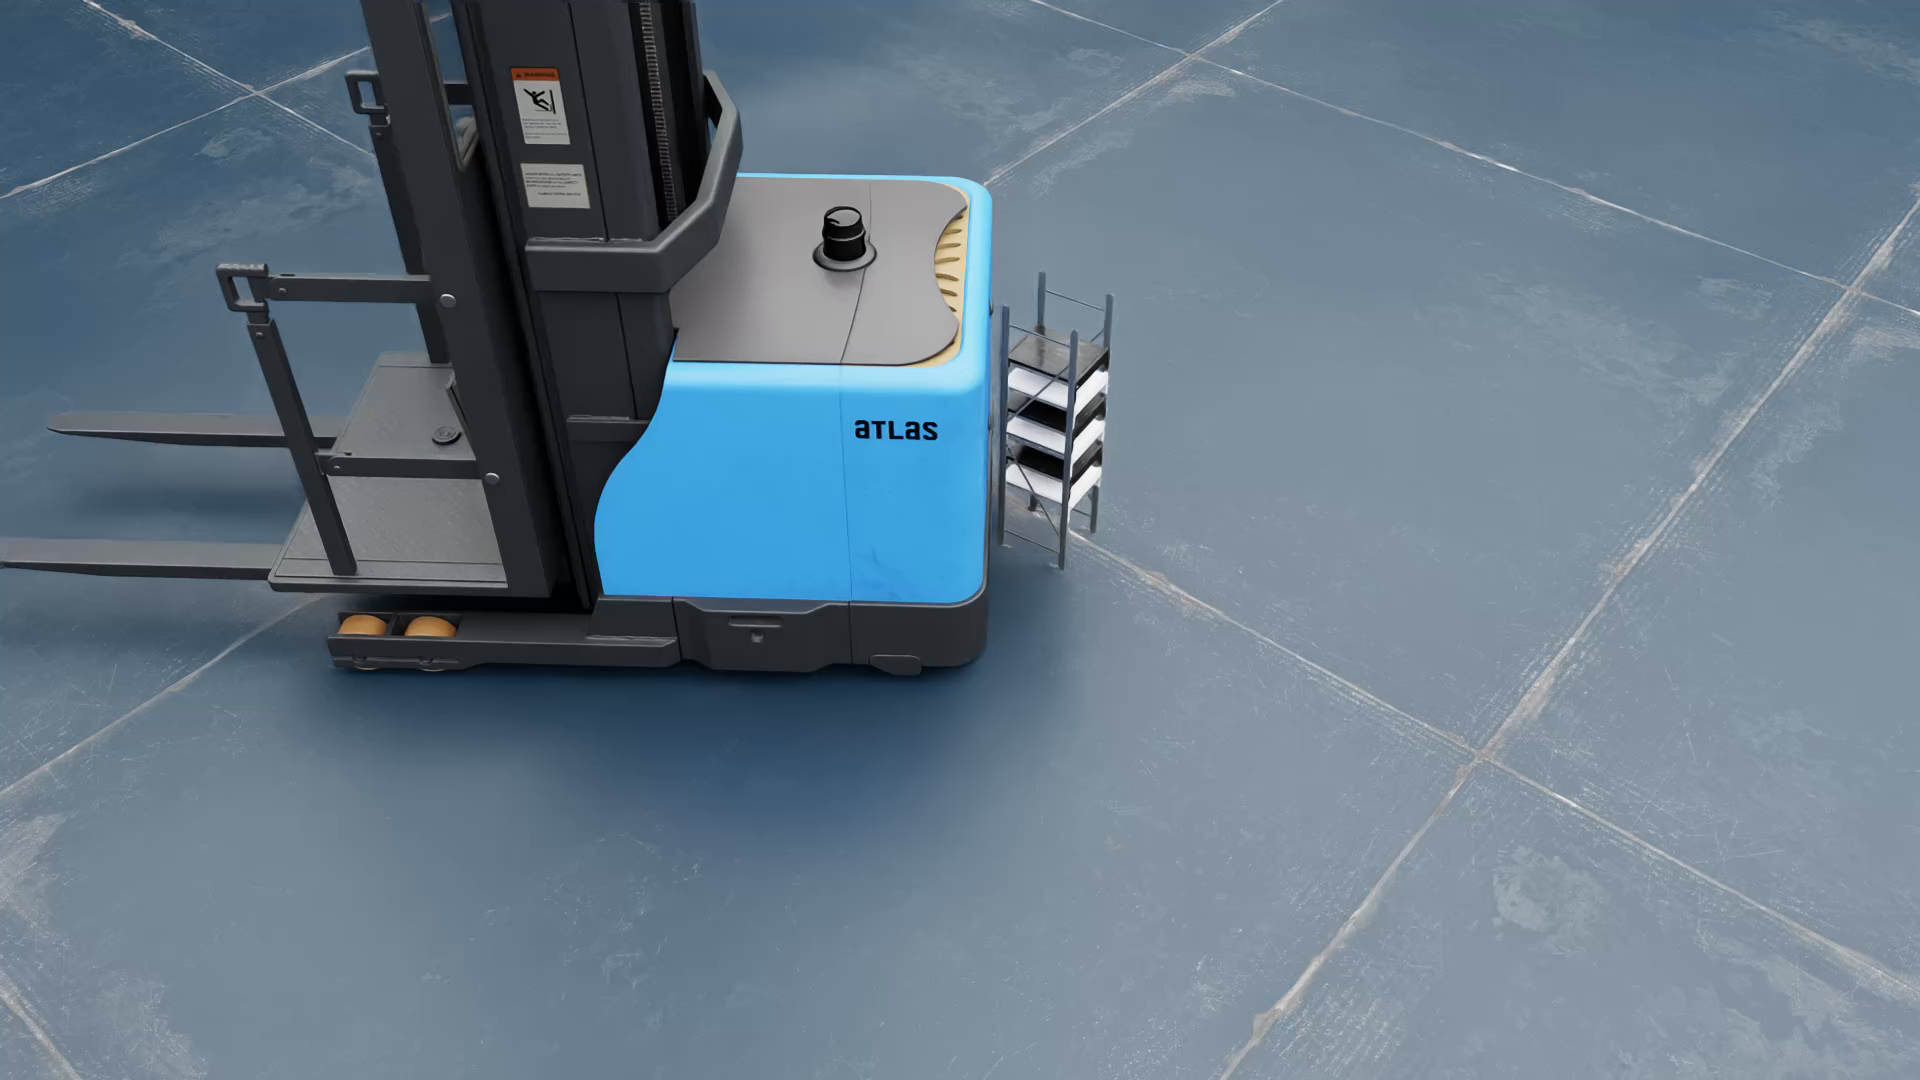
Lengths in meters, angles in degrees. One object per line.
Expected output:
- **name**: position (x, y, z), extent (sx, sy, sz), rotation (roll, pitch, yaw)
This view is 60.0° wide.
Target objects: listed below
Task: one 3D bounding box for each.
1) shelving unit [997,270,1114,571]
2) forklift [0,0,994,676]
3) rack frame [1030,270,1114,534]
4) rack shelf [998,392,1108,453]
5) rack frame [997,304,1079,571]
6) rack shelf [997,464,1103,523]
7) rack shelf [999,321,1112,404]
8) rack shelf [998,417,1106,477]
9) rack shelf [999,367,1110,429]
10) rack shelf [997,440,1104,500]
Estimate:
- **shelving unit**: position (0.275, -0.339, 4.954), extent (0.258, 0.900, 0.210), rotation (23, 47, 23)
- **forklift**: position (-1.423, -1.057, 4.233), extent (3.031, 2.935, 1.130), rotation (1, 42, 2)
- **rack frame**: position (0.329, -0.397, 5.017), extent (0.240, 0.900, 0.006), rotation (23, 47, 23)
- **rack shelf**: position (0.275, -0.381, 4.916), extent (0.258, 0.077, 0.200), rotation (23, 47, 23)
- **rack frame**: position (0.221, -0.281, 4.890), extent (0.240, 0.900, 0.006), rotation (23, 47, 23)
- **rack shelf**: position (0.275, -0.181, 5.097), extent (0.258, 0.077, 0.200), rotation (23, 47, 23)
- **rack shelf**: position (0.275, -0.514, 4.794), extent (0.258, 0.077, 0.200), rotation (23, 47, 23)
- **rack shelf**: position (0.275, -0.314, 4.976), extent (0.258, 0.077, 0.200), rotation (23, 47, 23)
- **rack shelf**: position (0.275, -0.447, 4.855), extent (0.258, 0.077, 0.200), rotation (23, 47, 23)
- **rack shelf**: position (0.275, -0.248, 5.037), extent (0.258, 0.077, 0.200), rotation (23, 47, 23)
